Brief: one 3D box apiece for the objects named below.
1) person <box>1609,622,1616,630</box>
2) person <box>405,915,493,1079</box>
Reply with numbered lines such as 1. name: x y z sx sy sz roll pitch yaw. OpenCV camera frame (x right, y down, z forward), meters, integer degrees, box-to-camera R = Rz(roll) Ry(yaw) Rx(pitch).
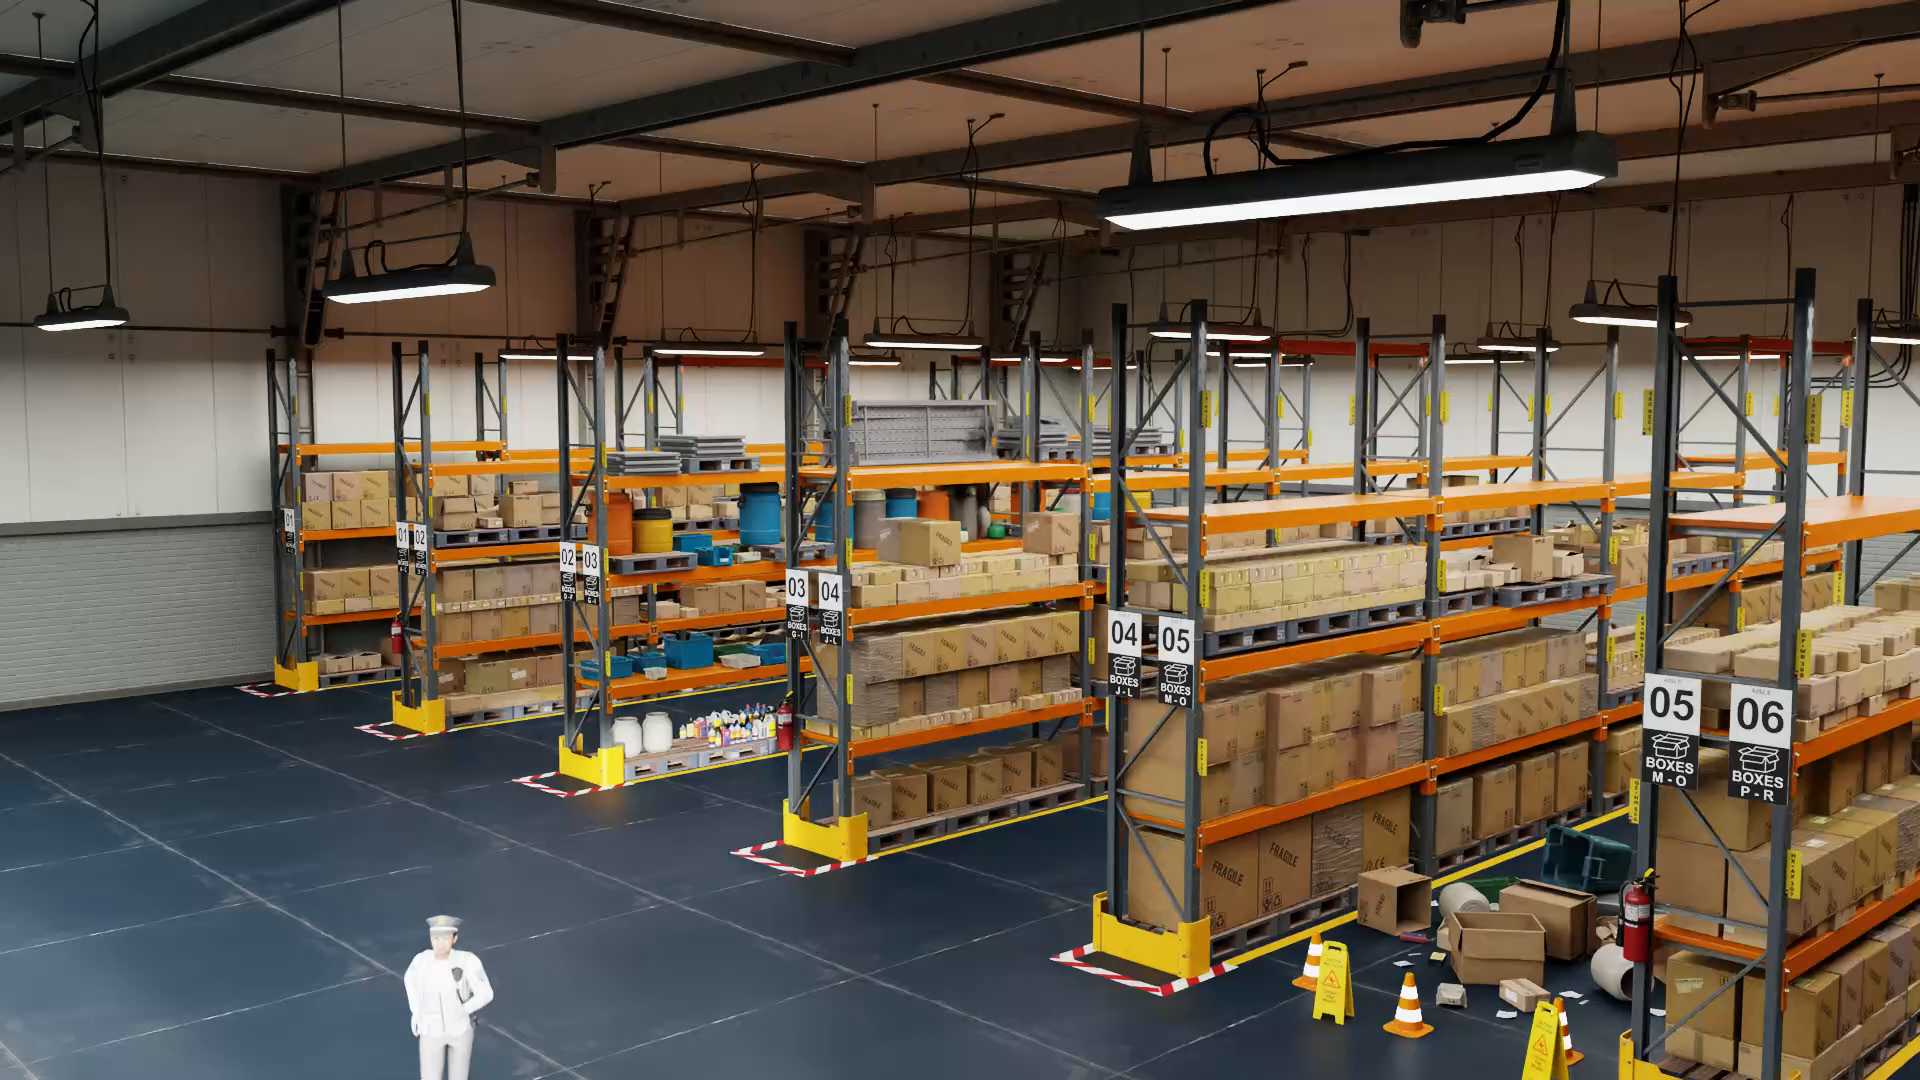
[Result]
1. person: 9.941 2.114 25.527 0.807 1.720 0.550 -5 7 -44
2. person: -3.456 3.361 11.249 0.597 1.753 0.757 -1 5 -13
